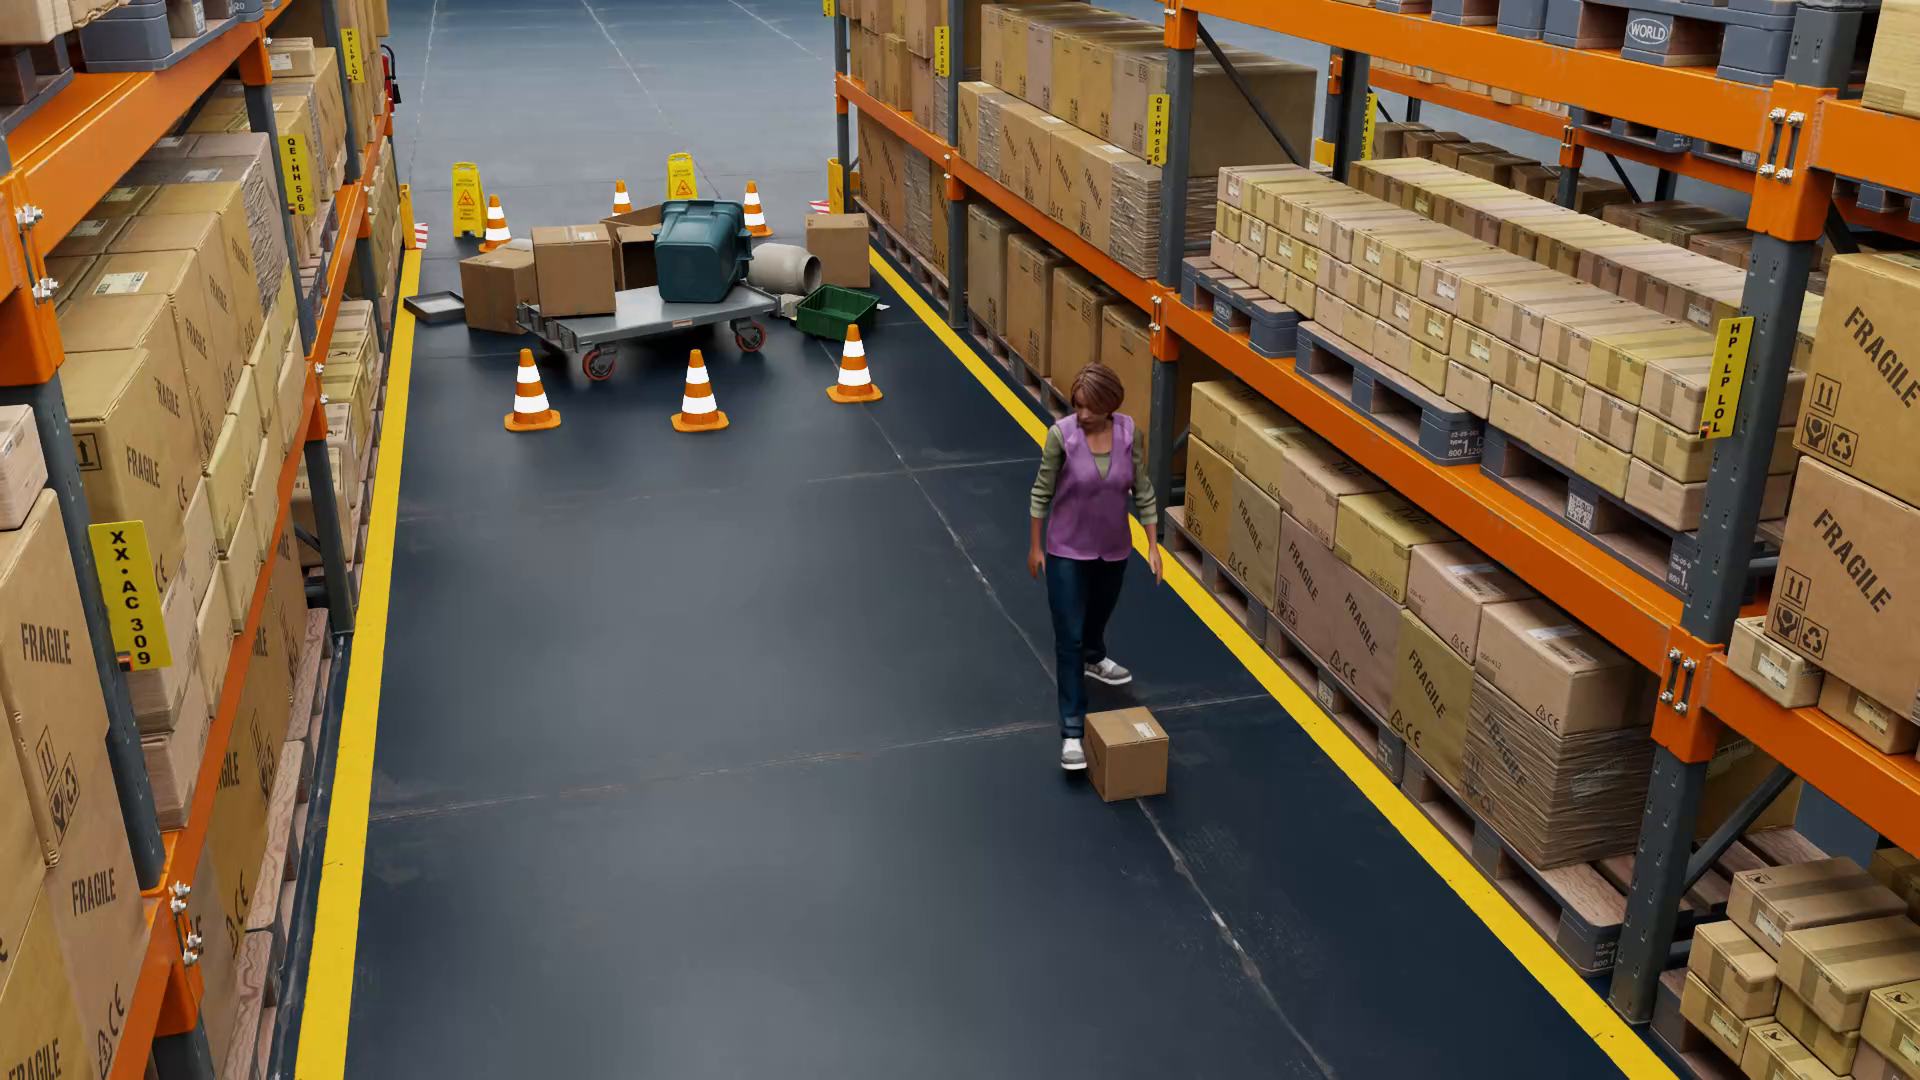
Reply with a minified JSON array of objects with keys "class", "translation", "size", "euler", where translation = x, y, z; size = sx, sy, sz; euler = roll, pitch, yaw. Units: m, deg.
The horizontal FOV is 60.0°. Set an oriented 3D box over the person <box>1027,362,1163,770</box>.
[{"class":"person","translation":[0.544,0.034,6.530],"size":[0.561,1.555,0.824],"euler":[-8,25,-19]}]
